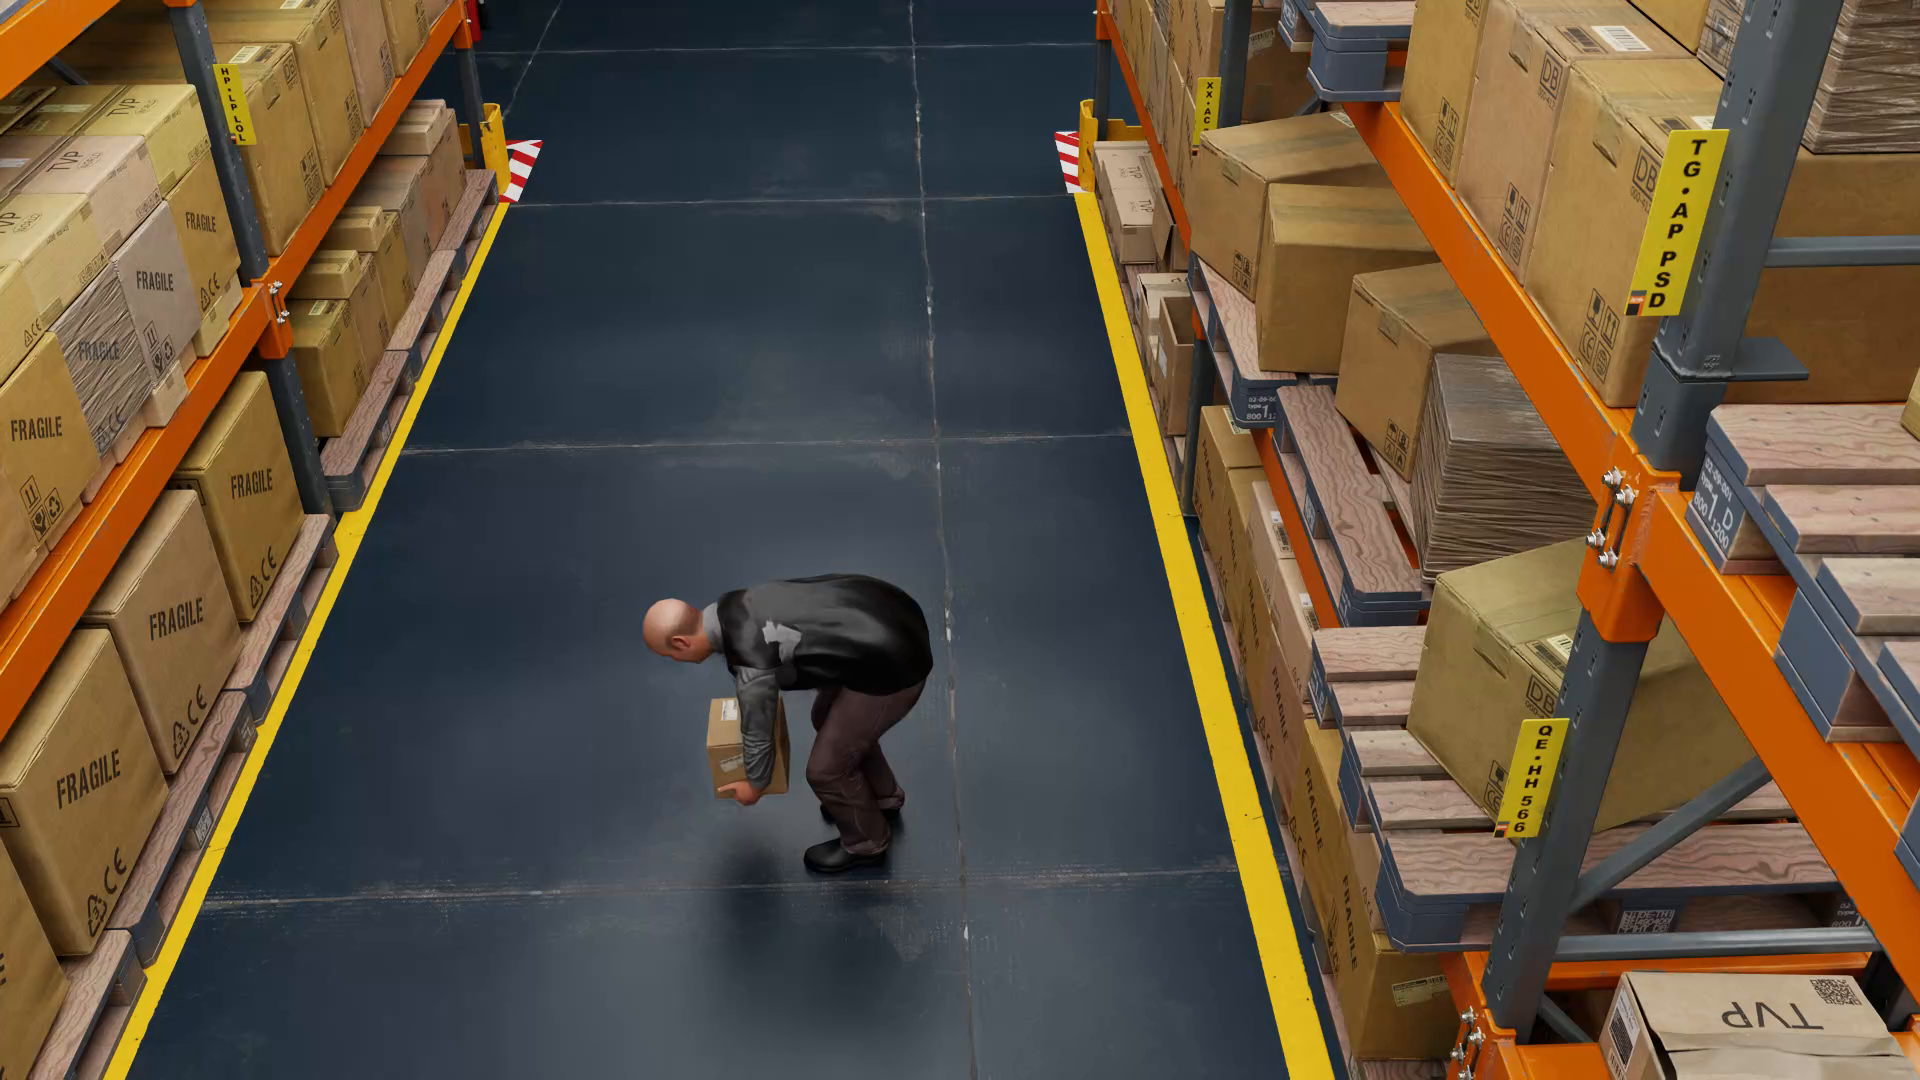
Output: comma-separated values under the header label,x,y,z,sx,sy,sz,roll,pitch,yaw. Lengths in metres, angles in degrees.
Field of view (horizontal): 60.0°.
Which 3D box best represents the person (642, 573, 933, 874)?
label,x,y,z,sx,sy,sz,roll,pitch,yaw
person,-0.571,0.636,5.763,0.955,1.145,0.465,-3,35,-4
